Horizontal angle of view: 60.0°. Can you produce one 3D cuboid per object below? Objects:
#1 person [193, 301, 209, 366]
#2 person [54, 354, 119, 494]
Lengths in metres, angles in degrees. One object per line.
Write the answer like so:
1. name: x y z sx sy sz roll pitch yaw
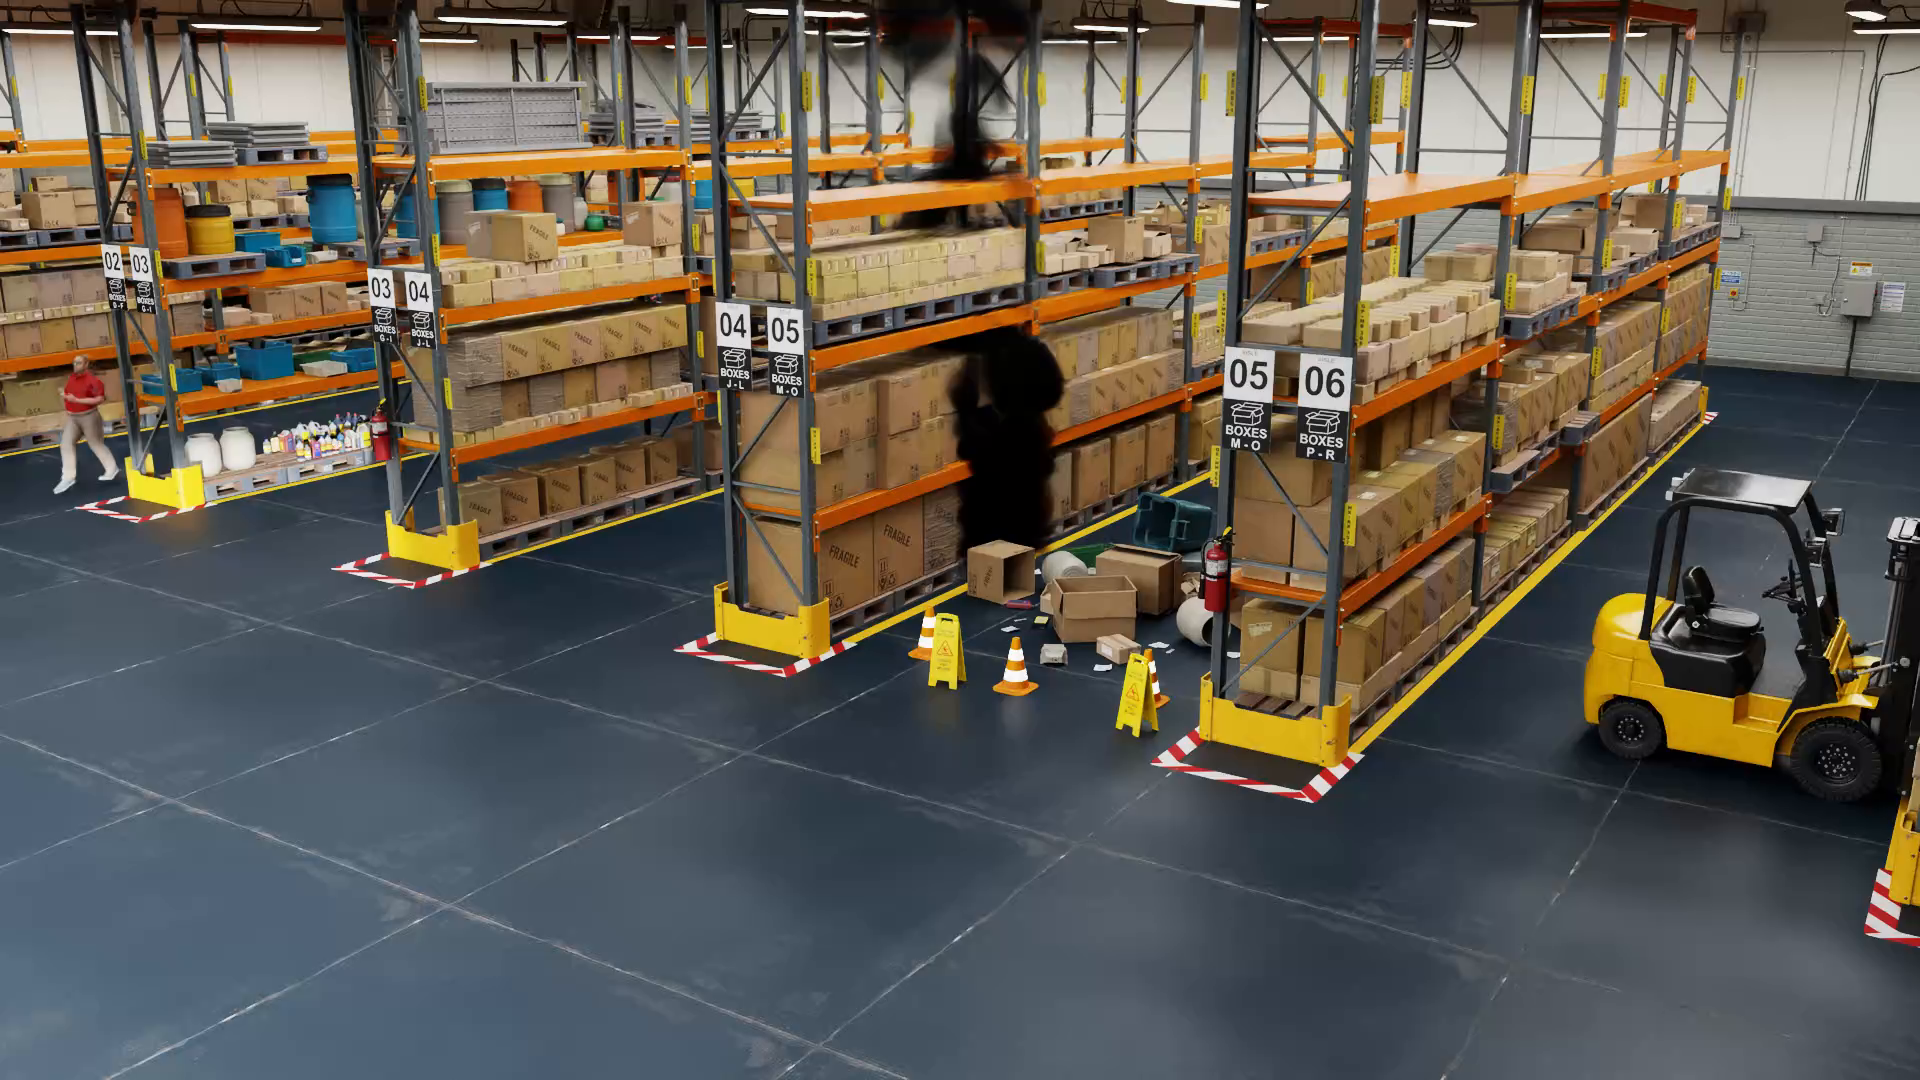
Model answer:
1. person: -13.031 -3.427 28.467 0.614 1.646 0.553 7 17 24
2. person: -11.265 -1.525 21.389 0.641 1.721 0.904 4 16 14
